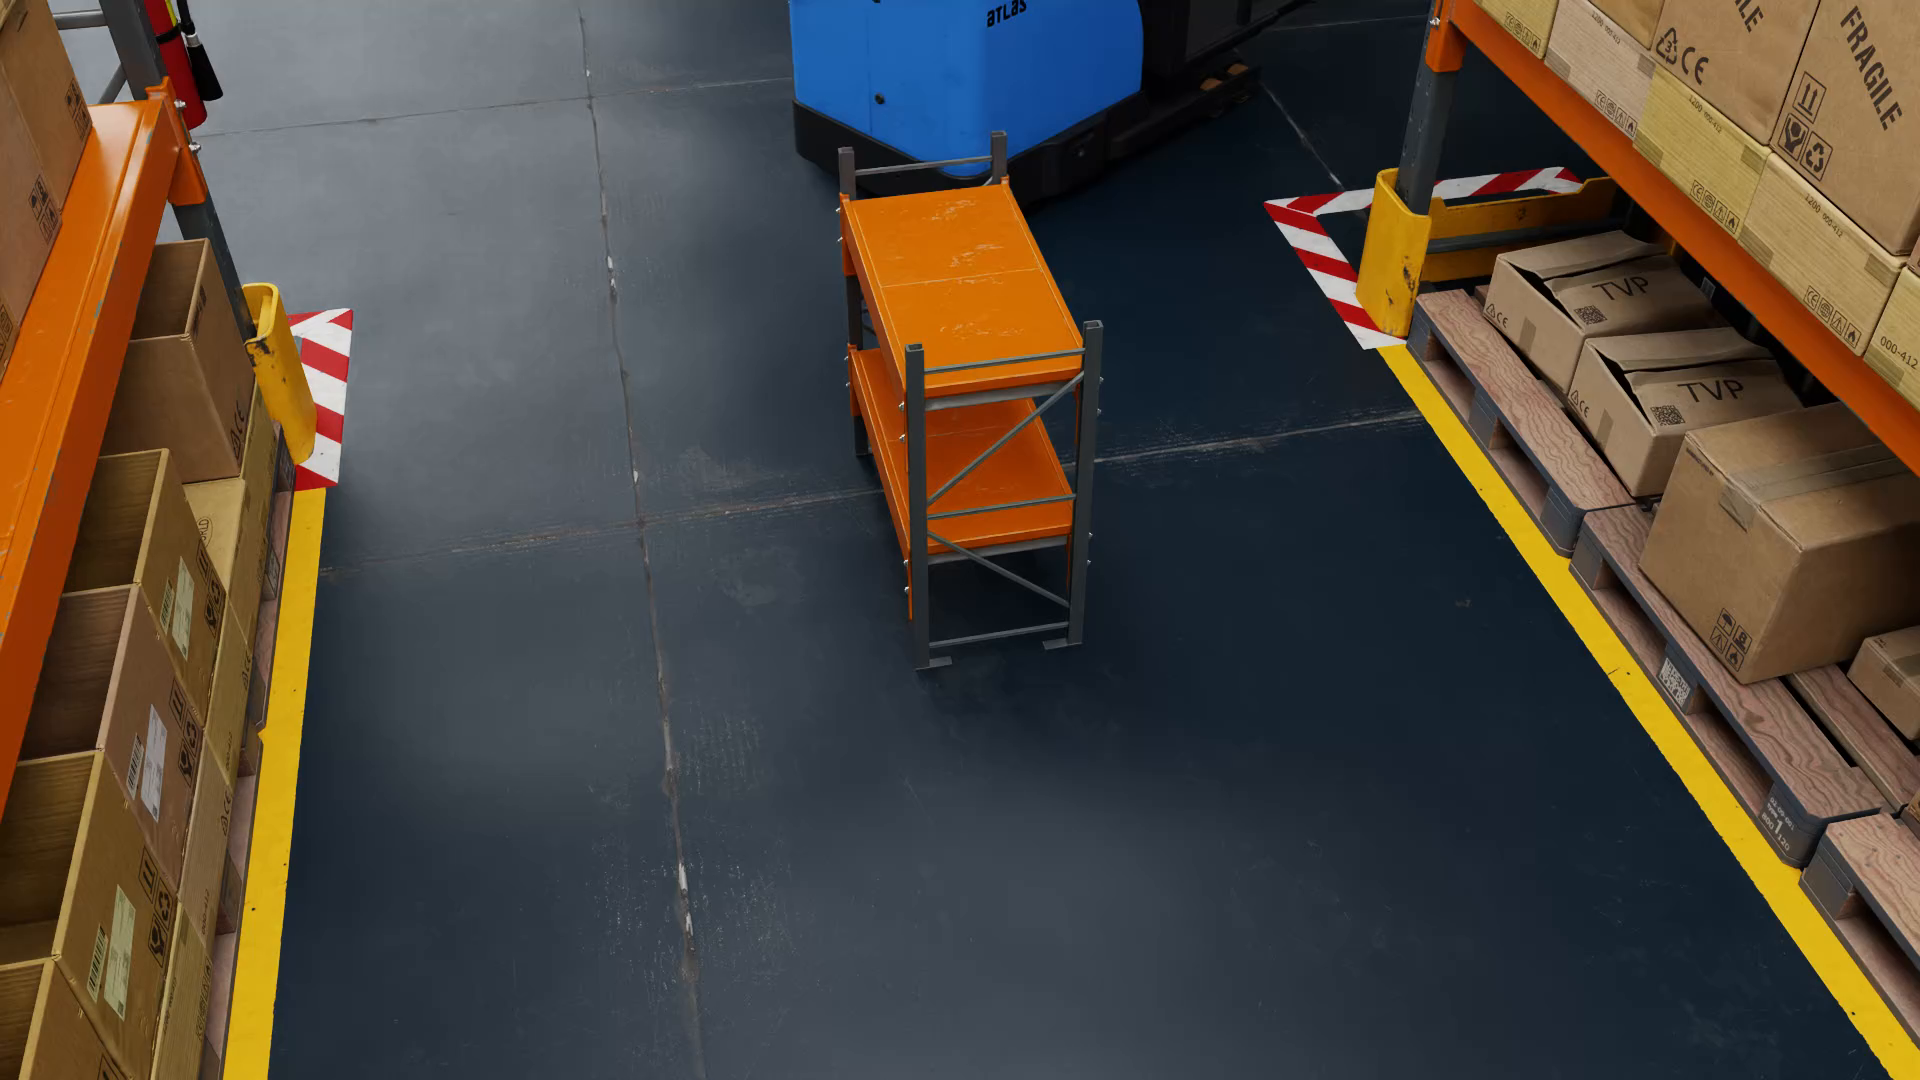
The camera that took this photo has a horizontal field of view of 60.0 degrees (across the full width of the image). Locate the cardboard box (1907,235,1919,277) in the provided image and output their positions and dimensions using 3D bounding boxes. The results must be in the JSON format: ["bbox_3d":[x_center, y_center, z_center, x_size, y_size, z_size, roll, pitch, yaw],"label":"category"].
[{"bbox_3d":[2.322,-0.652,3.258,0.500,0.500,0.500,-9,42,-11],"label":"cardboard box"}]

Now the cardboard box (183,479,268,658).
[{"bbox_3d":[-2.238,0.111,4.620,0.500,0.250,0.500,-8,42,-9],"label":"cardboard box"}]

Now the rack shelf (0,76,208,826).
[{"bbox_3d":[-2.330,0.177,3.332,1.077,0.370,4.000,-8,42,-9],"label":"rack shelf"}]

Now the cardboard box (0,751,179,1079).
[{"bbox_3d":[-1.908,0.802,3.277,0.500,0.500,0.500,-8,42,-9],"label":"cardboard box"}]

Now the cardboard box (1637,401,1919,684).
[{"bbox_3d":[2.369,-0.016,4.560,0.700,0.500,0.500,-11,43,-12],"label":"cardboard box"}]

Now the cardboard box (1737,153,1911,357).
[{"bbox_3d":[2.207,-0.696,3.873,0.500,0.250,0.500,-8,42,-9],"label":"cardboard box"}]

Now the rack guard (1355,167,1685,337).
[{"bbox_3d":[2.091,-1.116,6.131,1.175,0.500,0.348,-8,42,-9],"label":"rack guard"}]

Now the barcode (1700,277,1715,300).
[{"bbox_3d":[2.531,-0.847,5.632,0.001,0.075,0.075,-8,42,-9],"label":"barcode"}]

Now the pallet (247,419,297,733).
[{"bbox_3d":[-2.556,0.144,4.928,1.003,0.211,1.213,-8,42,-9],"label":"pallet"}]

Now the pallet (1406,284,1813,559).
[{"bbox_3d":[2.232,-0.476,5.628,1.003,0.211,1.213,-8,42,-9],"label":"pallet"}]

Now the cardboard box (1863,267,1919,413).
[{"bbox_3d":[2.317,-0.370,3.506,0.500,0.250,0.500,-9,42,-10],"label":"cardboard box"}]

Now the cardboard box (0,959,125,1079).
[{"bbox_3d":[-1.808,1.127,2.911,0.500,0.500,0.500,-8,42,-9],"label":"cardboard box"}]

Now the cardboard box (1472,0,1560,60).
[{"bbox_3d":[1.870,-1.690,4.992,0.500,0.250,0.500,-9,42,-11],"label":"cardboard box"}]

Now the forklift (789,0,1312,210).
[{"bbox_3d":[0.691,-3.175,6.619,1.130,2.935,3.031,32,51,31],"label":"forklift"}]

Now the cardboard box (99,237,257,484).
[{"bbox_3d":[-2.355,-0.492,4.735,0.500,0.500,0.500,-8,42,-9],"label":"cardboard box"}]

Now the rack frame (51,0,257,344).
[{"bbox_3d":[-2.762,-1.388,4.554,1.000,3.000,0.127,-8,42,-9],"label":"rack frame"}]

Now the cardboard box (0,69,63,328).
[{"bbox_3d":[-2.555,-0.781,3.795,0.700,0.500,0.500,-7,42,-8],"label":"cardboard box"}]

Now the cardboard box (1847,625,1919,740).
[{"bbox_3d":[2.612,0.355,4.407,0.380,0.149,0.250,-12,43,-13],"label":"cardboard box"}]

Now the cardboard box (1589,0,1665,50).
[{"bbox_3d":[1.981,-1.658,4.391,0.500,0.500,0.500,-8,42,-9],"label":"cardboard box"}]

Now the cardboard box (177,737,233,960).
[{"bbox_3d":[-2.022,0.759,3.890,0.500,0.250,0.500,-8,42,-9],"label":"cardboard box"}]

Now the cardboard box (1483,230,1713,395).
[{"bbox_3d":[2.136,-0.798,5.583,0.500,0.311,0.500,-13,43,-14],"label":"cardboard box"}]

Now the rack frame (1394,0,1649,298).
[{"bbox_3d":[2.075,-2.100,5.356,1.000,3.000,0.127,-8,42,-9],"label":"rack frame"}]

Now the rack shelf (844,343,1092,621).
[{"bbox_3d":[0.001,-0.233,5.034,0.538,0.278,1.000,-8,42,-9],"label":"rack shelf"}]

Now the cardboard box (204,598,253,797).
[{"bbox_3d":[-2.128,0.435,4.256,0.500,0.250,0.500,-8,42,-9],"label":"cardboard box"}]

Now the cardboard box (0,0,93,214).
[{"bbox_3d":[-2.673,-1.121,4.178,0.700,0.500,0.500,-8,42,-9],"label":"cardboard box"}]

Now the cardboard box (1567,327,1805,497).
[{"bbox_3d":[2.259,-0.428,5.167,0.500,0.311,0.500,-5,42,-6],"label":"cardboard box"}]

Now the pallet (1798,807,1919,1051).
[{"bbox_3d":[2.759,1.105,3.846,1.003,0.211,1.213,-8,42,-9],"label":"pallet"}]

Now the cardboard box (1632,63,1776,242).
[{"bbox_3d":[2.100,-1.024,4.242,0.500,0.250,0.500,-9,42,-10],"label":"cardboard box"}]

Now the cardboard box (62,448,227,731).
[{"bbox_3d":[-2.125,0.154,4.007,0.500,0.500,0.500,-8,42,-9],"label":"cardboard box"}]

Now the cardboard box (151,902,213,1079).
[{"bbox_3d":[-1.908,1.082,3.526,0.500,0.250,0.500,-8,42,-9],"label":"cardboard box"}]

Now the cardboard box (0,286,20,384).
[{"bbox_3d":[-2.454,-0.459,3.432,0.700,0.500,0.500,-8,42,-9],"label":"cardboard box"}]

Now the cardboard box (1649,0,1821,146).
[{"bbox_3d":[2.087,-1.322,4.013,0.500,0.500,0.500,-10,42,-11],"label":"cardboard box"}]

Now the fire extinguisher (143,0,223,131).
[{"bbox_3d":[-2.333,-1.502,4.741,0.296,0.674,0.183,-8,42,-9],"label":"fire extinguisher"}]

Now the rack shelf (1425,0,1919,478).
[{"bbox_3d":[2.506,-0.535,4.135,1.077,0.370,4.000,-8,42,-9],"label":"rack shelf"}]

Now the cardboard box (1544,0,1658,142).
[{"bbox_3d":[1.996,-1.355,4.615,0.500,0.250,0.500,-10,42,-11],"label":"cardboard box"}]

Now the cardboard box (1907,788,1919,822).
[{"bbox_3d":[2.675,0.596,3.871,0.500,0.500,0.500,-11,43,-12],"label":"cardboard box"}]

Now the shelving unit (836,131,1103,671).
[{"bbox_3d":[0.001,-0.416,4.872,0.538,1.125,1.048,-8,42,-9],"label":"shelving unit"}]

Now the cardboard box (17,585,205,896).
[{"bbox_3d":[-2.018,0.478,3.642,0.500,0.500,0.500,-8,42,-9],"label":"cardboard box"}]

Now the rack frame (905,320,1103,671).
[{"bbox_3d":[0.111,-0.087,4.500,0.500,1.125,0.032,-8,42,-9],"label":"rack frame"}]

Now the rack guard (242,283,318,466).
[{"bbox_3d":[-2.767,-0.469,5.401,1.175,0.500,0.348,-8,42,-9],"label":"rack guard"}]

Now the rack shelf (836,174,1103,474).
[{"bbox_3d":[0.001,-0.635,4.677,0.538,0.278,1.000,-8,42,-9],"label":"rack shelf"}]

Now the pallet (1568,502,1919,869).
[{"bbox_3d":[2.492,0.313,4.739,1.003,0.211,1.213,-8,42,-9],"label":"pallet"}]

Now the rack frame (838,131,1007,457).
[{"bbox_3d":[-0.108,-0.746,5.243,0.500,1.125,0.032,-8,42,-9],"label":"rack frame"}]

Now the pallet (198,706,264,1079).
[{"bbox_3d":[-2.296,0.934,4.039,1.003,0.211,1.213,-8,42,-9],"label":"pallet"}]

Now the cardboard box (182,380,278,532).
[{"bbox_3d":[-2.357,-0.211,4.984,0.500,0.250,0.500,-8,42,-9],"label":"cardboard box"}]

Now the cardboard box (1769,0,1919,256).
[{"bbox_3d":[2.210,-0.989,3.638,0.500,0.500,0.500,-7,42,-8],"label":"cardboard box"}]

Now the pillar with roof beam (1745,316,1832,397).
[{"bbox_3d":[-1.133,-3.397,2.298,9.100,9.000,0.400,-8,42,-9],"label":"pillar with roof beam"}]
